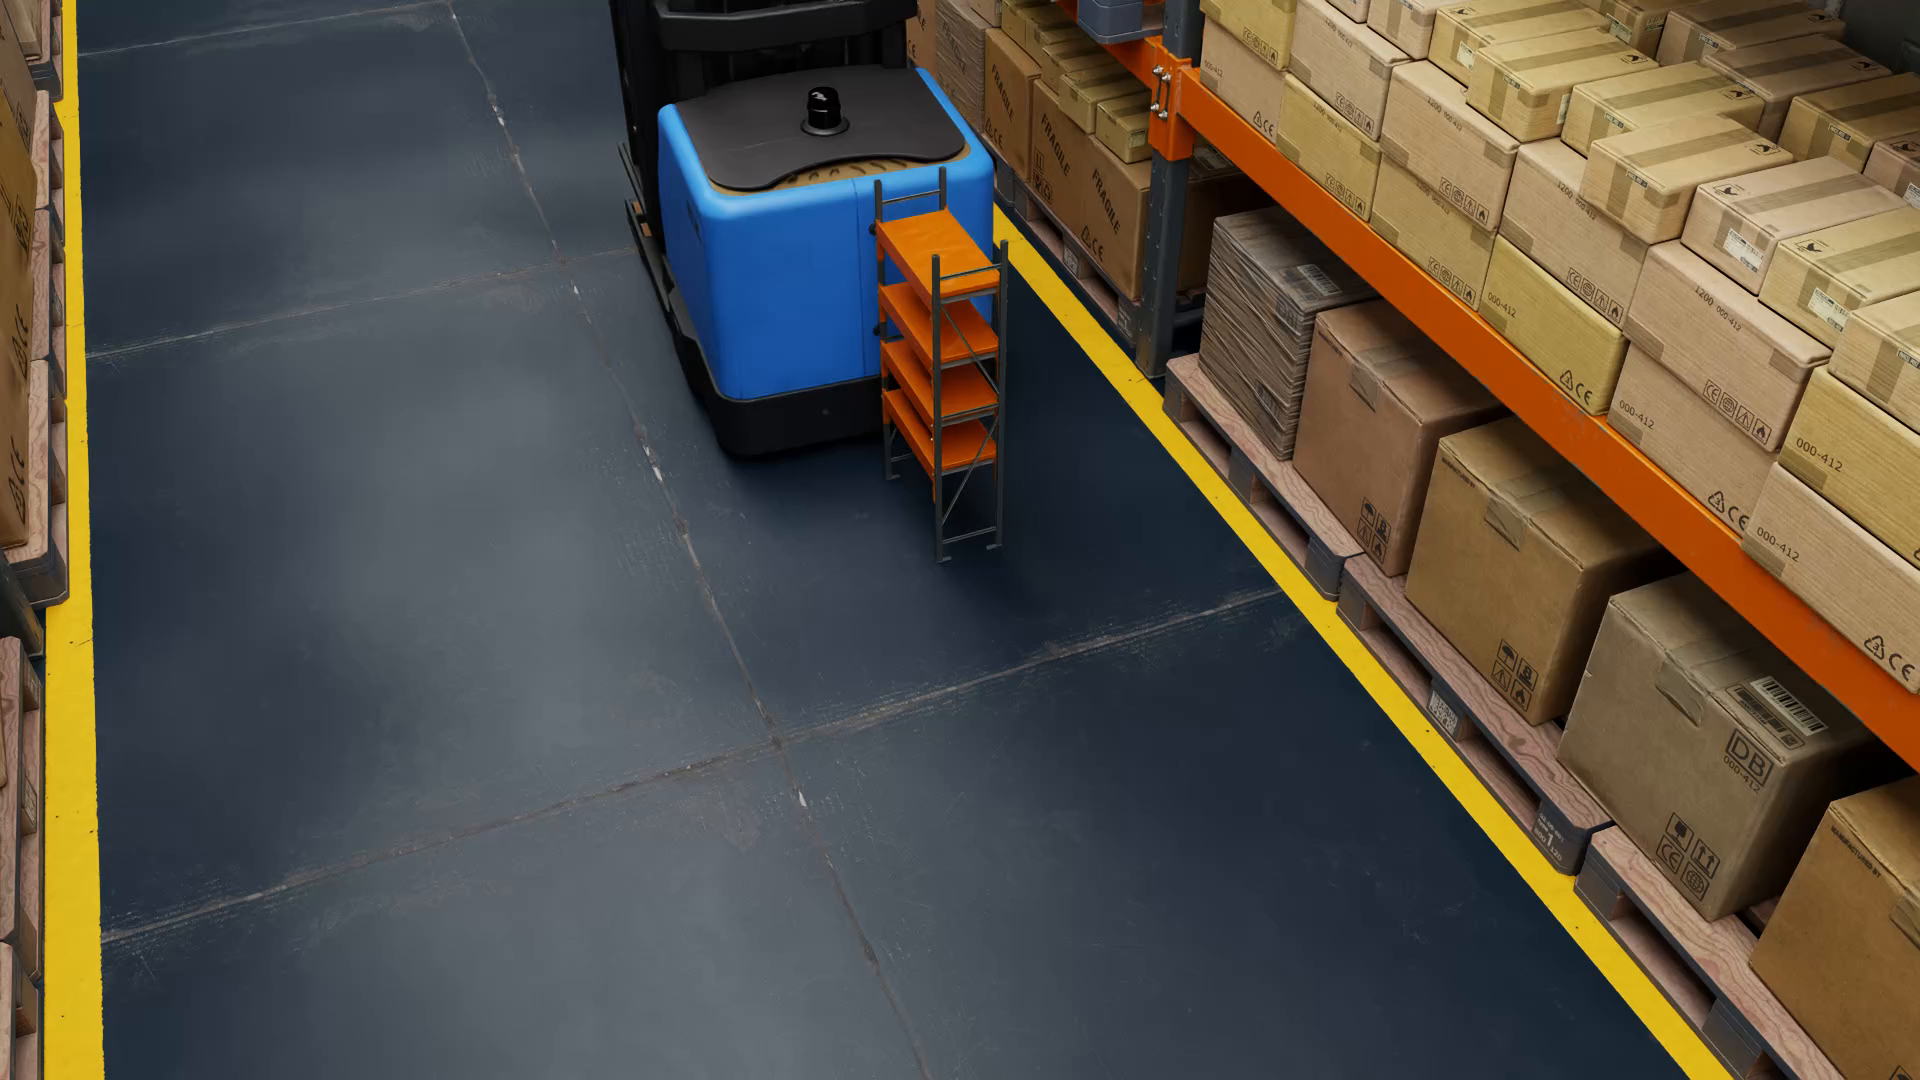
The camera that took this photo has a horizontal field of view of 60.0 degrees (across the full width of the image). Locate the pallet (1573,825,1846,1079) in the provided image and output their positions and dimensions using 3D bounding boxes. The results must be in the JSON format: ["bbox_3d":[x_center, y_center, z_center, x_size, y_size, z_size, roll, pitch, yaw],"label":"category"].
[{"bbox_3d":[2.386,1.117,4.289,1.003,0.211,1.213,-15,43,-17],"label":"pallet"}]

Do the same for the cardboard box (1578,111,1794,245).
[{"bbox_3d":[1.678,-0.843,3.855,0.380,0.149,0.250,-16,43,-18],"label":"cardboard box"}]

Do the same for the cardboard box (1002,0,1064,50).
[{"bbox_3d":[0.402,-2.254,7.168,0.380,0.149,0.250,-16,43,-17],"label":"cardboard box"}]

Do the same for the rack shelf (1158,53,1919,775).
[{"bbox_3d":[1.938,-0.438,4.510,1.077,0.370,4.000,-15,43,-17],"label":"rack shelf"}]

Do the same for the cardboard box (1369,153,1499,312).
[{"bbox_3d":[1.508,-0.918,4.632,0.500,0.250,0.500,-16,43,-18],"label":"cardboard box"}]

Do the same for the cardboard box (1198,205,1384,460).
[{"bbox_3d":[1.399,-0.795,5.873,0.875,0.625,0.625,-14,43,-16],"label":"cardboard box"}]

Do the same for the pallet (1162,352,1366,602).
[{"bbox_3d":[1.452,-0.353,5.998,1.003,0.211,1.213,-15,43,-17],"label":"pallet"}]

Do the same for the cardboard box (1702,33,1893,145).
[{"bbox_3d":[2.090,-1.134,4.194,0.380,0.149,0.250,-14,43,-16],"label":"cardboard box"}]

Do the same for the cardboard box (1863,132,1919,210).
[{"bbox_3d":[2.328,-0.836,3.848,0.380,0.149,0.250,-15,43,-17],"label":"cardboard box"}]

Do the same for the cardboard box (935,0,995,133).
[{"bbox_3d":[0.212,-2.255,7.667,0.500,0.500,0.500,-17,43,-18],"label":"cardboard box"}]

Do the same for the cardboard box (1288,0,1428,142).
[{"bbox_3d":[1.308,-1.418,4.830,0.500,0.250,0.500,-14,43,-16],"label":"cardboard box"}]

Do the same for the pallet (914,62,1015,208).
[{"bbox_3d":[0.459,-2.051,7.973,1.003,0.211,1.213,-15,43,-17],"label":"pallet"}]

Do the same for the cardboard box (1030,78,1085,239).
[{"bbox_3d":[0.631,-1.632,6.943,0.500,0.500,0.500,-16,43,-17],"label":"cardboard box"}]

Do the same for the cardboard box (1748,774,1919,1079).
[{"bbox_3d":[2.494,0.924,3.874,0.875,0.625,0.625,-13,42,-15],"label":"cardboard box"}]

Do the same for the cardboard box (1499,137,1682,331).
[{"bbox_3d":[1.710,-0.797,4.108,0.500,0.250,0.500,-15,43,-16],"label":"cardboard box"}]

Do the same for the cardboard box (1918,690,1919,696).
[{"bbox_3d":[2.269,0.313,3.201,0.500,0.250,0.500,-14,43,-16],"label":"cardboard box"}]

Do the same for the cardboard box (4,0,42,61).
[{"bbox_3d":[-5.083,-2.677,8.206,0.875,0.438,0.875,-16,43,-17],"label":"cardboard box"}]

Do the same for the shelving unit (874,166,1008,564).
[{"bbox_3d":[-0.063,-0.555,5.475,0.258,1.200,0.503,-15,43,-17],"label":"shelving unit"}]

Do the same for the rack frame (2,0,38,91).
[{"bbox_3d":[-4.942,-3.085,7.036,1.000,3.000,0.127,-15,43,-17],"label":"rack frame"}]

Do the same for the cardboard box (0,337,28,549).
[{"bbox_3d":[-3.599,-0.465,5.298,0.875,0.875,0.875,-15,43,-17],"label":"cardboard box"}]

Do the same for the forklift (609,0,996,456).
[{"bbox_3d":[-0.820,-2.385,6.276,1.130,2.935,3.031,-12,42,-14],"label":"forklift"}]

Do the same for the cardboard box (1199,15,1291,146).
[{"bbox_3d":[1.117,-1.530,5.344,0.500,0.250,0.500,-15,43,-17],"label":"cardboard box"}]

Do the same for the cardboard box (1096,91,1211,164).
[{"bbox_3d":[0.750,-1.607,6.416,0.380,0.149,0.250,-17,44,-19],"label":"cardboard box"}]

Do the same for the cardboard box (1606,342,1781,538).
[{"bbox_3d":[1.910,-0.296,3.908,0.500,0.250,0.500,-15,43,-17],"label":"cardboard box"}]

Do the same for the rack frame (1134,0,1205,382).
[{"bbox_3d":[1.173,-1.916,5.677,1.000,3.000,0.127,-15,43,-17],"label":"rack frame"}]

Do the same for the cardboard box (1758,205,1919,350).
[{"bbox_3d":[1.942,-0.550,3.515,0.380,0.149,0.250,-16,43,-18],"label":"cardboard box"}]

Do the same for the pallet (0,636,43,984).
[{"bbox_3d":[-3.114,0.853,4.596,1.003,0.211,1.213,-15,43,-17],"label":"pallet"}]

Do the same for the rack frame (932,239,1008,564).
[{"bbox_3d":[0.030,-0.408,5.304,0.240,1.200,0.015,-15,43,-17],"label":"rack frame"}]

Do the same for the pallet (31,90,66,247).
[{"bbox_3d":[-4.577,-1.581,7.427,1.003,0.211,1.213,-15,43,-17],"label":"pallet"}]

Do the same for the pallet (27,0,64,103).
[{"bbox_3d":[-5.161,-2.505,8.501,1.003,0.211,1.213,-15,43,-17],"label":"pallet"}]

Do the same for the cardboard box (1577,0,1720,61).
[{"bbox_3d":[1.917,-1.446,4.556,0.380,0.149,0.250,-15,43,-17],"label":"cardboard box"}]

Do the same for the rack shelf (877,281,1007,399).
[{"bbox_3d":[-0.063,-0.673,5.373,0.258,0.148,0.480,-15,43,-17],"label":"rack shelf"}]

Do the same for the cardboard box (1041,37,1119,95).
[{"bbox_3d":[0.557,-1.934,6.796,0.380,0.149,0.250,-16,43,-18],"label":"cardboard box"}]

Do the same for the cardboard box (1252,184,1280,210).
[{"bbox_3d":[1.271,-1.451,6.732,0.500,0.500,0.500,-14,43,-15],"label":"cardboard box"}]

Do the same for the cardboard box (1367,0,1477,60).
[{"bbox_3d":[1.360,-1.471,4.585,0.380,0.149,0.250,-15,43,-16],"label":"cardboard box"}]

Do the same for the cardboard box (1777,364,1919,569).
[{"bbox_3d":[2.076,-0.179,3.389,0.500,0.250,0.500,-16,43,-18],"label":"cardboard box"}]

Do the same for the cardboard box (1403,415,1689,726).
[{"bbox_3d":[1.914,0.002,4.946,0.875,0.625,0.625,-17,43,-19],"label":"cardboard box"}]

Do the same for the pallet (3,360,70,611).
[{"bbox_3d":[-3.644,-0.111,5.718,1.003,0.211,1.213,-15,43,-17],"label":"pallet"}]

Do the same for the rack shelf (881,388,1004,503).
[{"bbox_3d":[-0.063,-0.353,5.648,0.258,0.148,0.480,-15,43,-17],"label":"rack shelf"}]

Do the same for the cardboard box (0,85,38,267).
[{"bbox_3d":[-4.278,-1.542,6.551,0.875,0.875,0.875,-14,43,-16],"label":"cardboard box"}]

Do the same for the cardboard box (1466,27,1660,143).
[{"bbox_3d":[1.526,-1.159,4.223,0.380,0.149,0.250,-14,43,-16],"label":"cardboard box"}]
